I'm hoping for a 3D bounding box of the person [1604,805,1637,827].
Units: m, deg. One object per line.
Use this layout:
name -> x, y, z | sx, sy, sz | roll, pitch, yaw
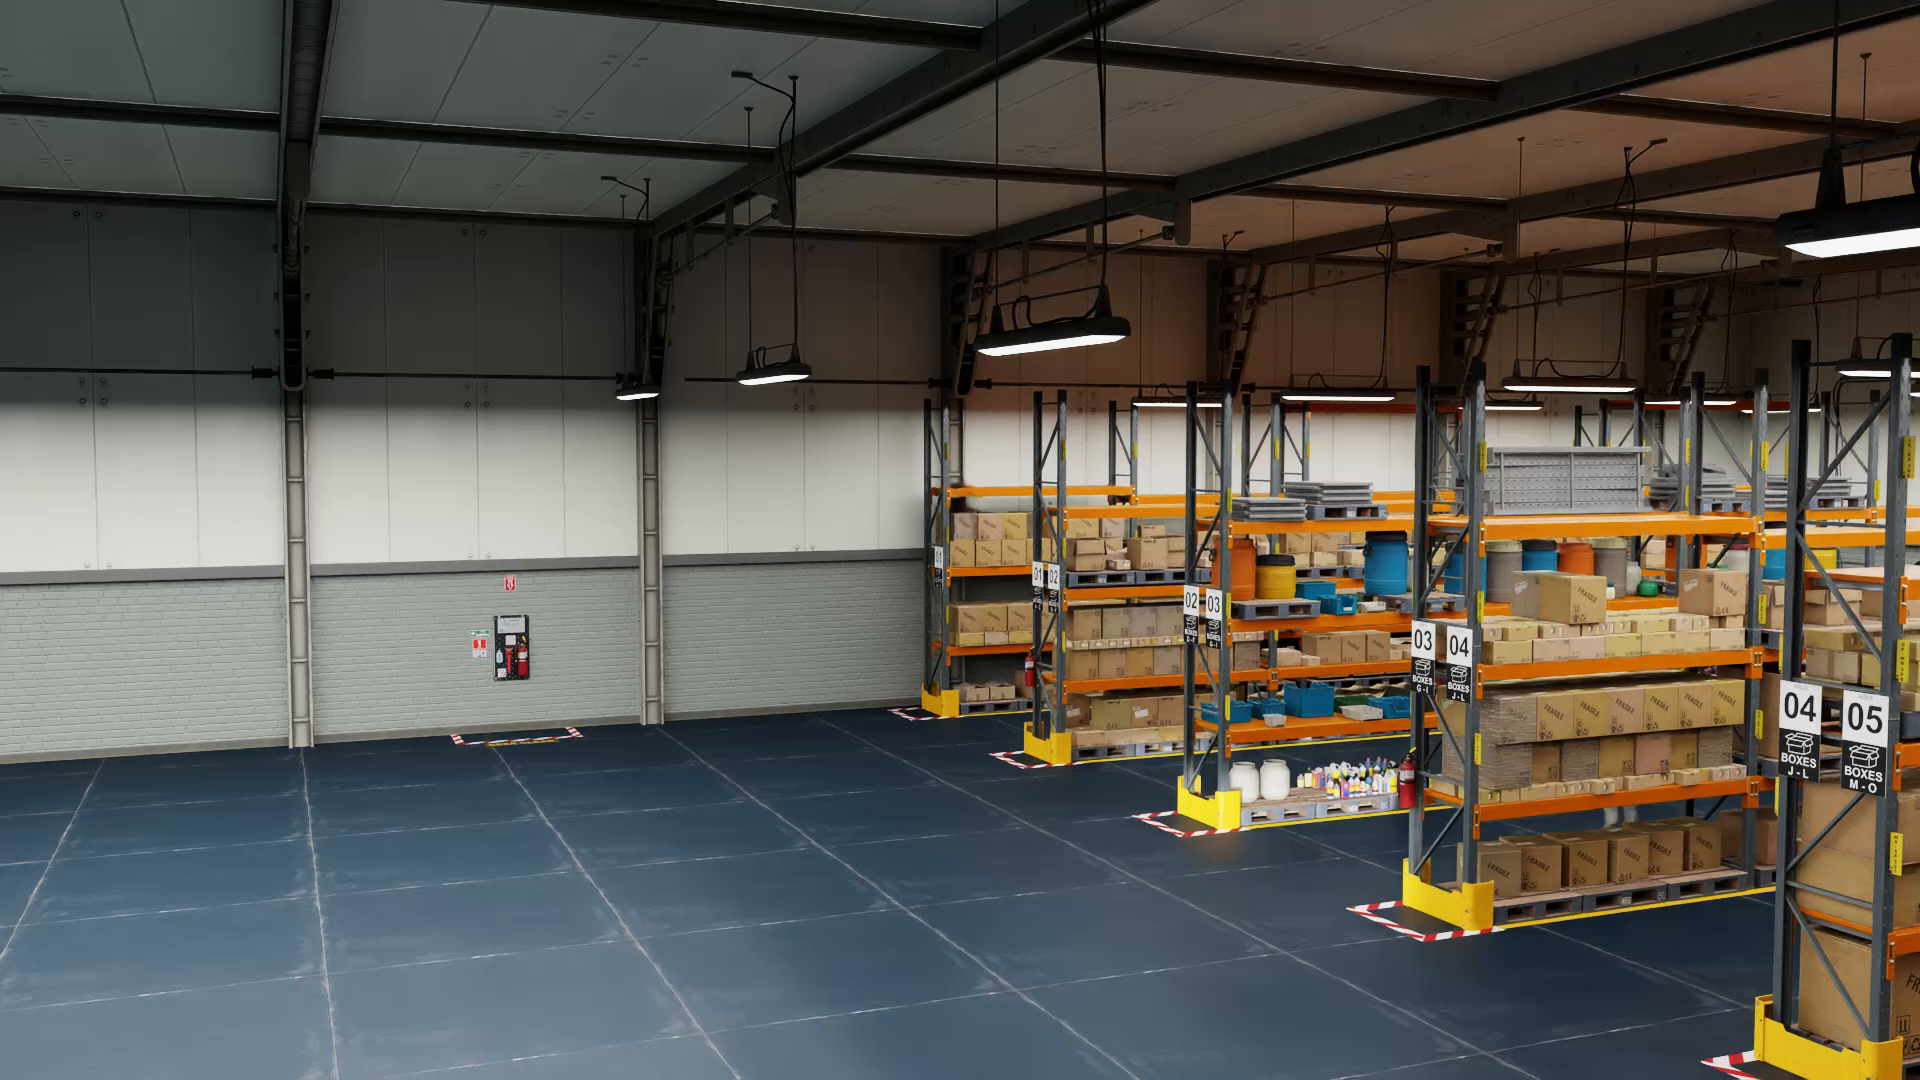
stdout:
person -> 8.454, 3.090, 21.215 | 0.539, 1.673, 0.411 | -1, 4, -22
